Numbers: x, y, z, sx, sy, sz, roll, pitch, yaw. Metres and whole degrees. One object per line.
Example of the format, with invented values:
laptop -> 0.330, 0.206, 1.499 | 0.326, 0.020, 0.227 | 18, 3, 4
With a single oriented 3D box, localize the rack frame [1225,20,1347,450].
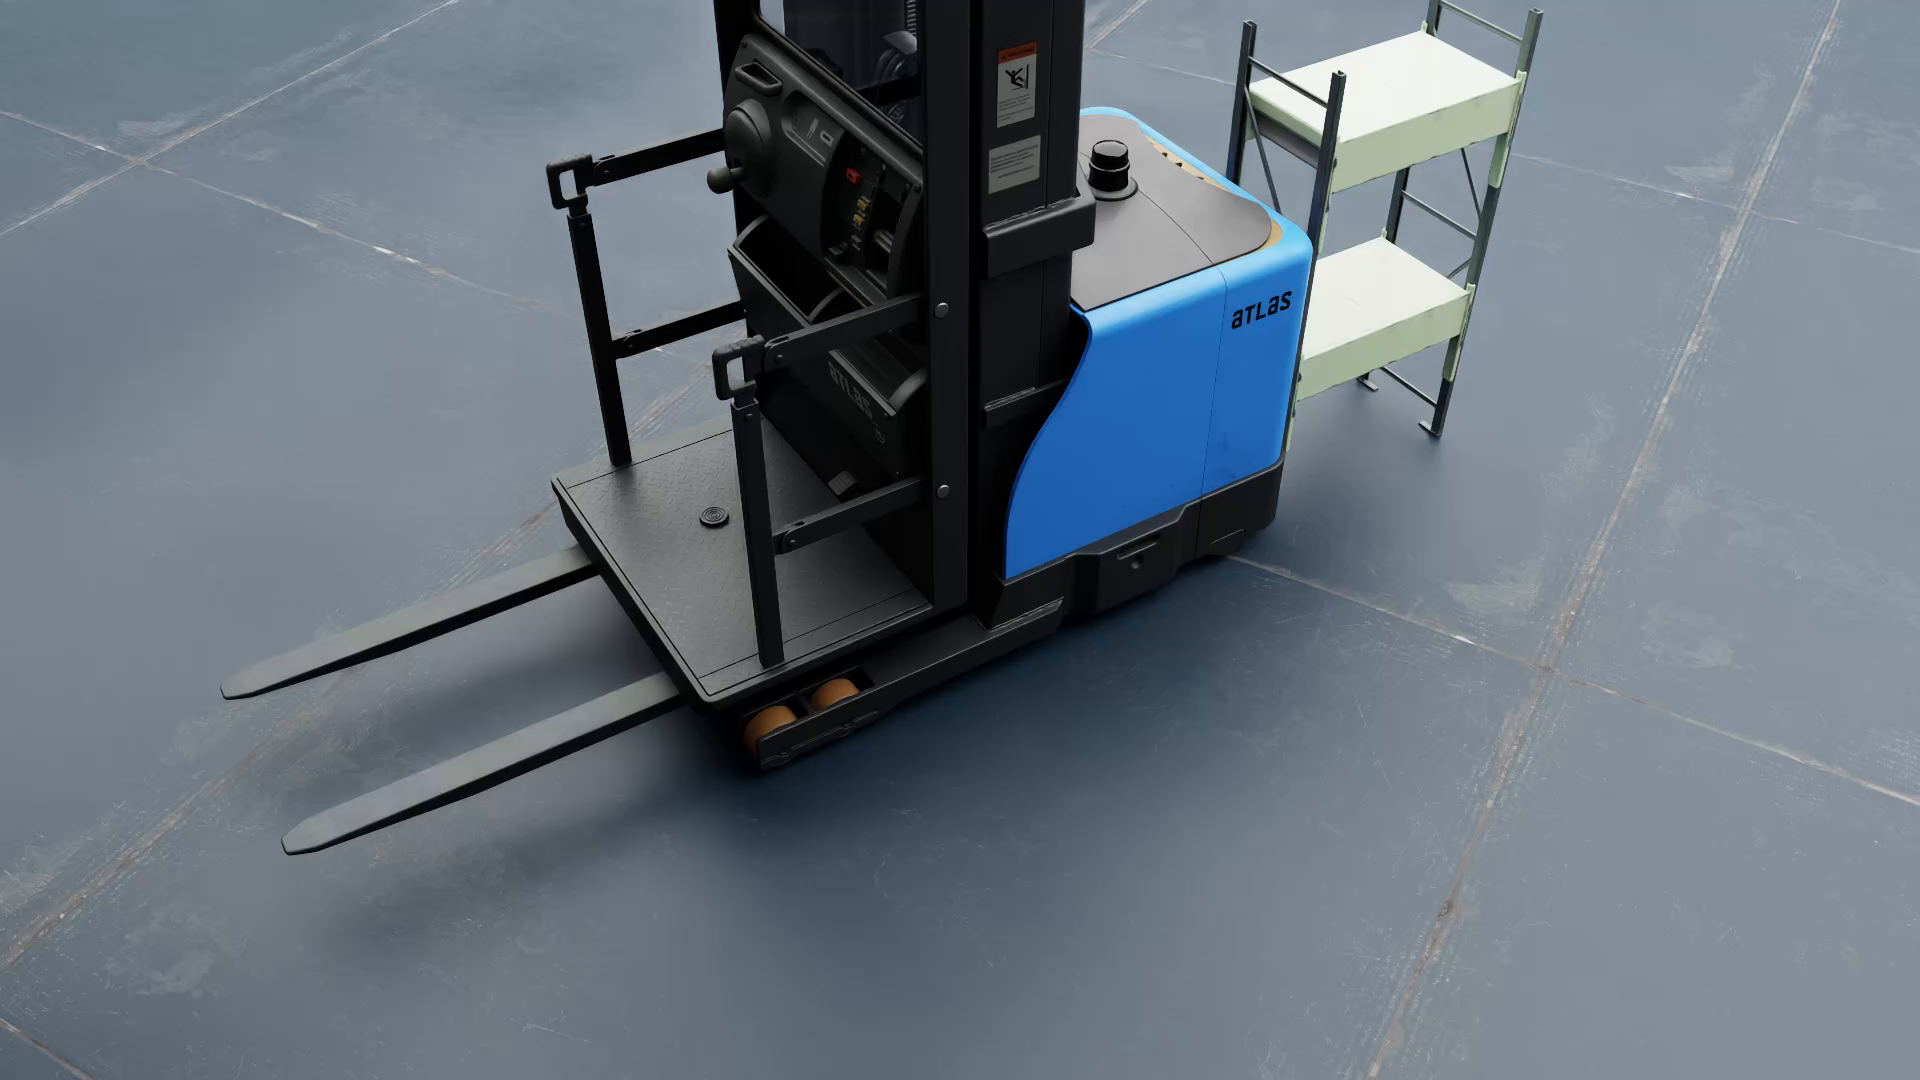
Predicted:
rack frame -> 0.902, -0.769, 4.988 | 0.023, 1.500, 0.400 | -23, 46, -24

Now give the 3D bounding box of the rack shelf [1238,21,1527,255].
rack shelf -> 1.212, -1.190, 4.876 | 0.720, 0.370, 0.431 | -23, 46, -24

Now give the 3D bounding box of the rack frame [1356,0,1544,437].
rack frame -> 1.522, -1.026, 5.281 | 0.023, 1.500, 0.400 | -23, 46, -24

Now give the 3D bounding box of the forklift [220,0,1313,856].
forklift -> -0.528, -0.883, 4.035 | 3.031, 2.935, 1.130 | -22, 46, -23

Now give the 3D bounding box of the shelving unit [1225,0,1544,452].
shelving unit -> 1.212, -0.897, 5.134 | 0.755, 1.500, 0.431 | -23, 46, -24

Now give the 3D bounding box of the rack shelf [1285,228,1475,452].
rack shelf -> 1.212, -0.653, 5.350 | 0.720, 0.370, 0.431 | -23, 46, -24
